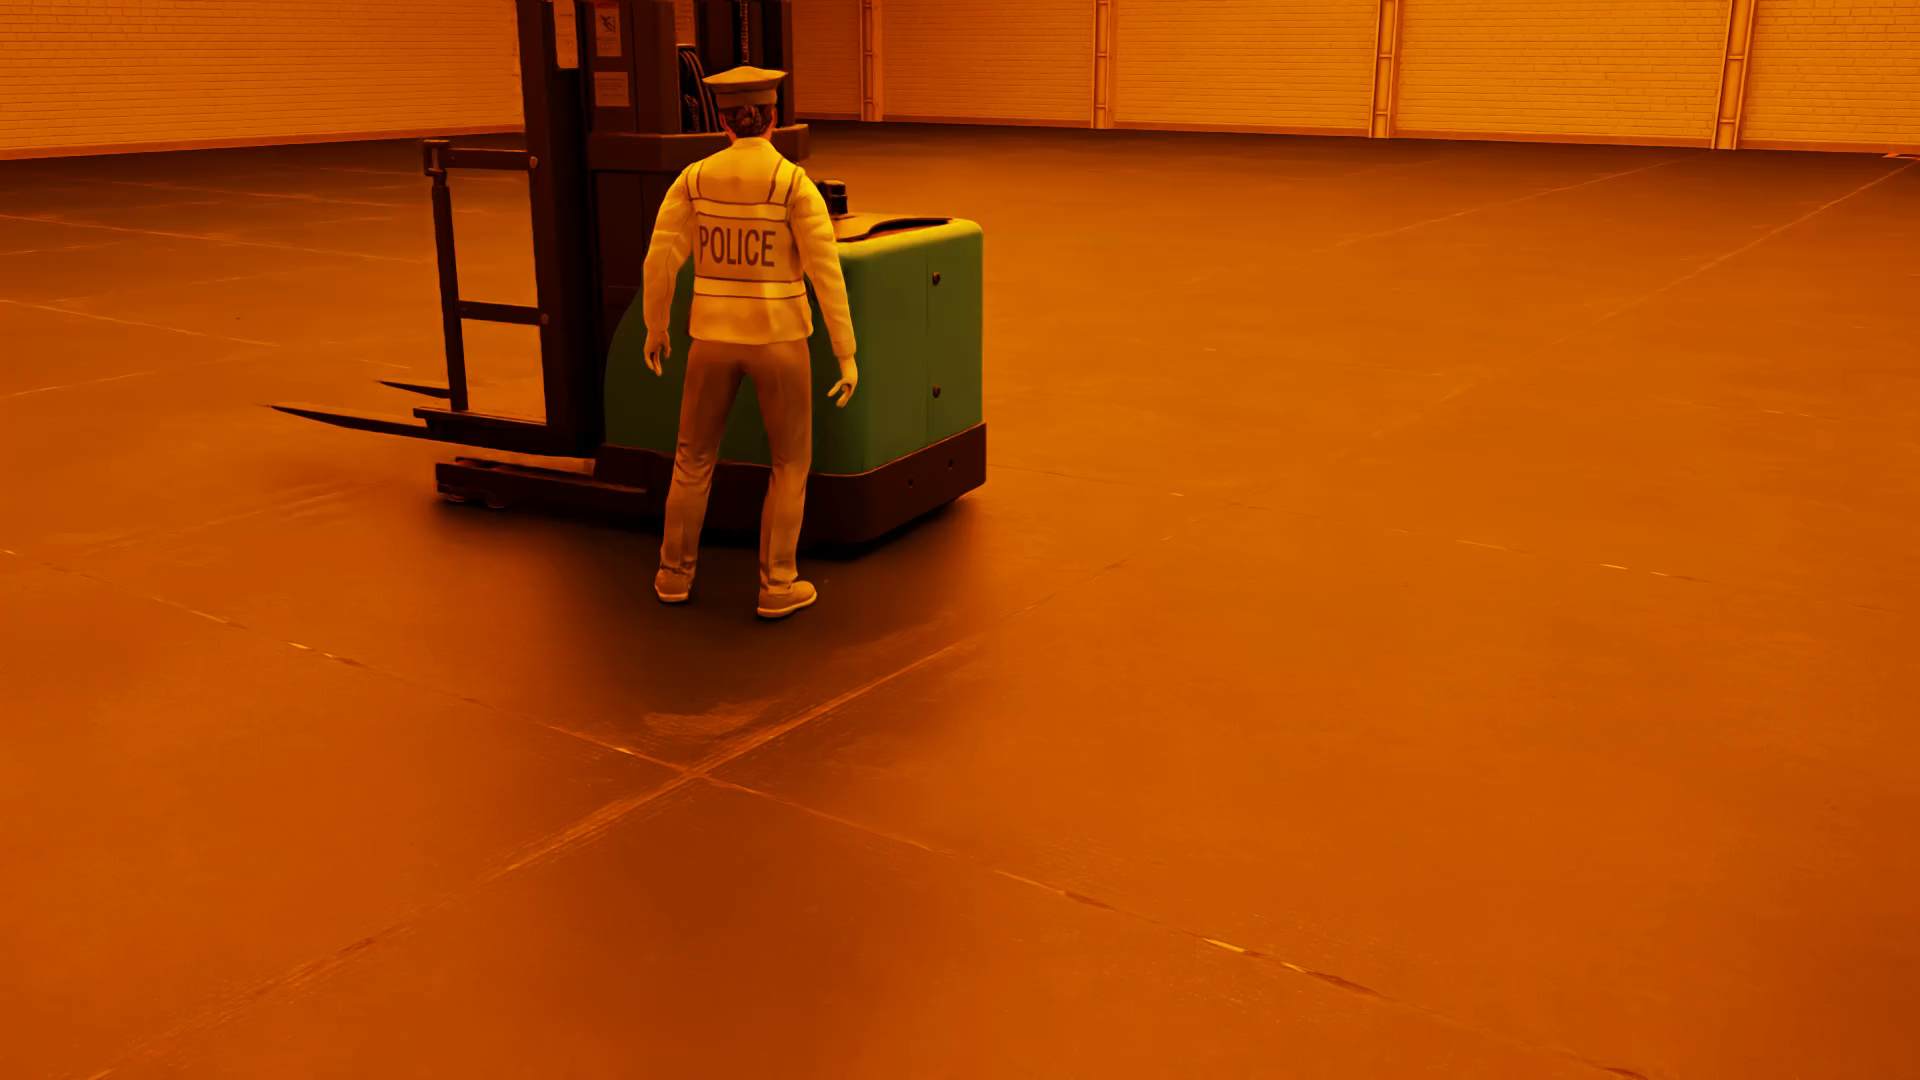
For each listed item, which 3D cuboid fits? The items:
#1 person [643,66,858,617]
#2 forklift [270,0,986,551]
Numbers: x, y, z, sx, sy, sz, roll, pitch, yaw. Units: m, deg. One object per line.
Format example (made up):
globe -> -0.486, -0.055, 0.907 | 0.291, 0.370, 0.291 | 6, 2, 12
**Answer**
person -> -0.655, -0.587, 5.057 | 0.727, 1.642, 0.367 | 3, 17, 10
forklift -> -1.446, -1.646, 6.337 | 3.031, 2.935, 1.130 | 9, 19, 26
